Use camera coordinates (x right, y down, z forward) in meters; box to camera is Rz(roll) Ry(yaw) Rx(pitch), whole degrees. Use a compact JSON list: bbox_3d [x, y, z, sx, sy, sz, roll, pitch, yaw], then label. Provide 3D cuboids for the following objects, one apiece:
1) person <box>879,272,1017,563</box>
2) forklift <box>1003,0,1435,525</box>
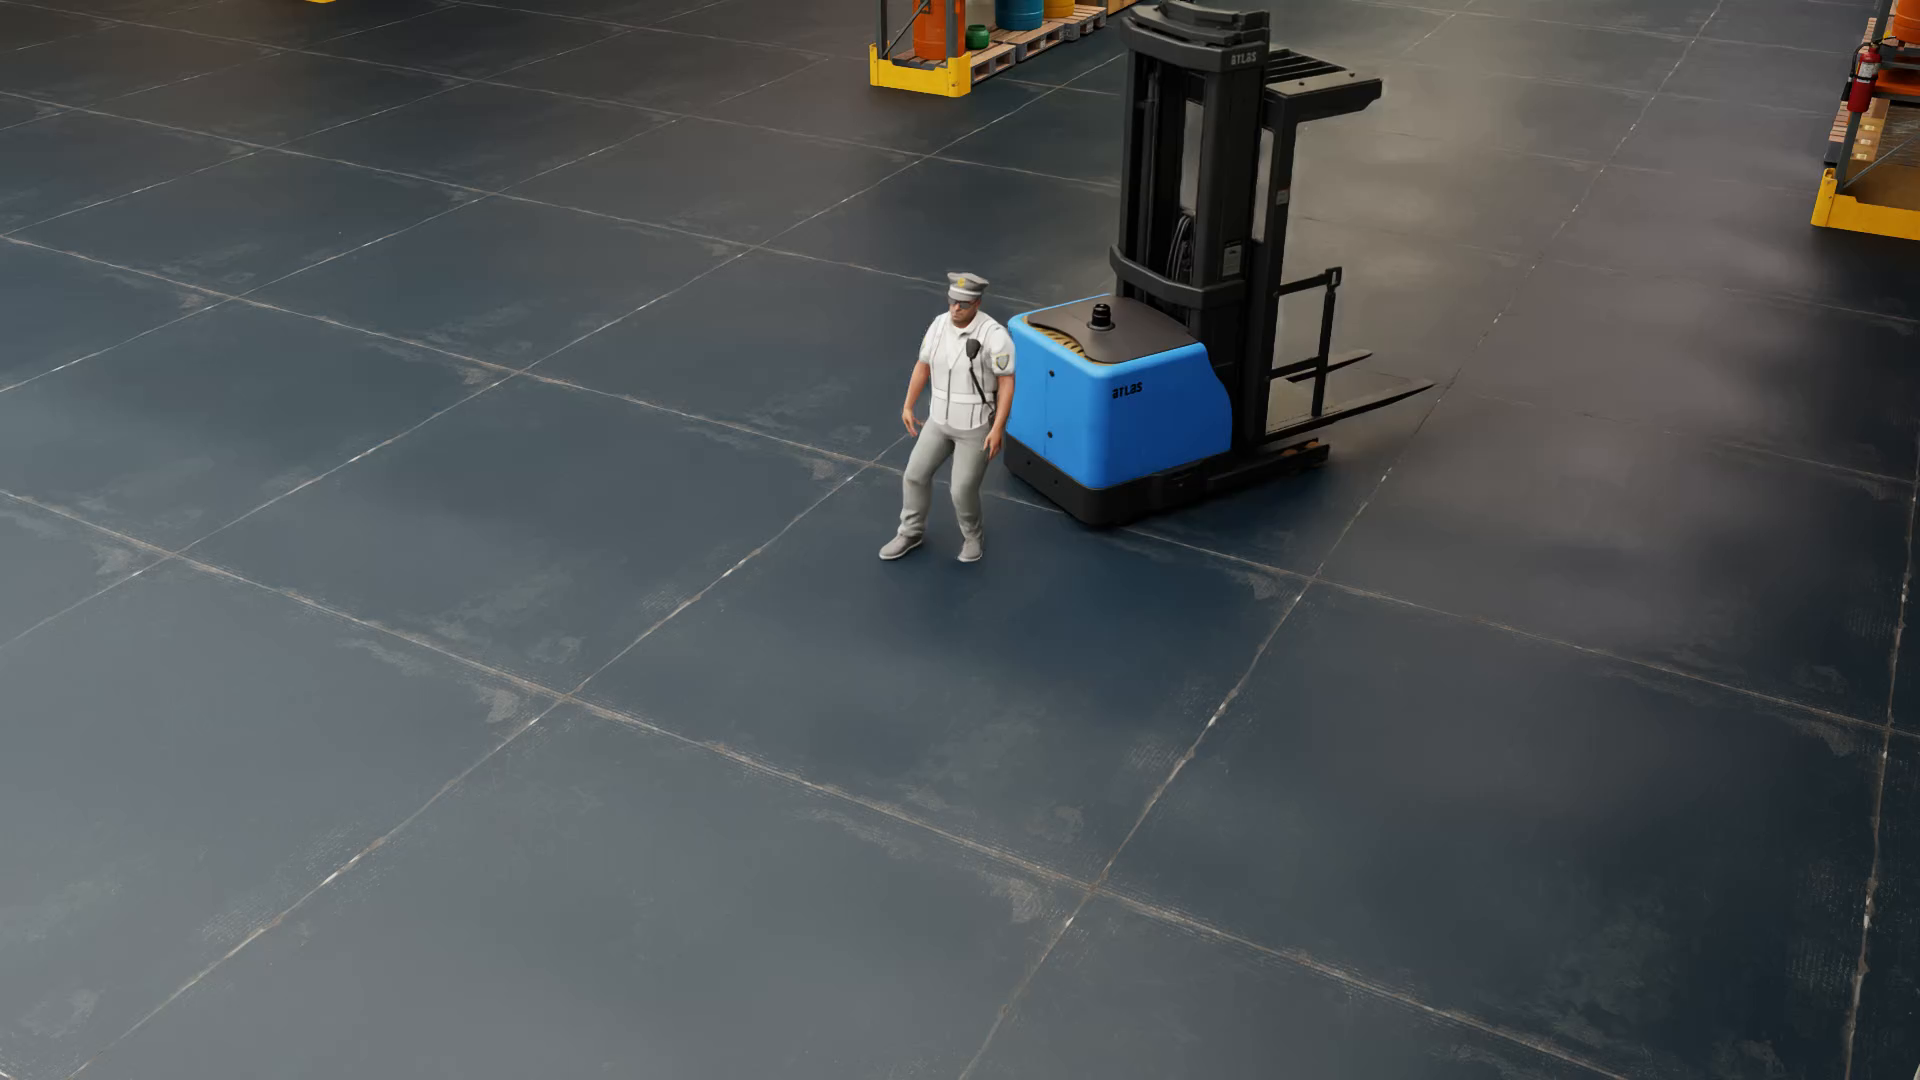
[{"bbox_3d":[-0.059,-0.660,9.433,0.698,1.752,0.602,19,35,29],"label":"person"},{"bbox_3d":[1.801,-1.899,10.360,3.031,2.935,1.130,-17,34,-27],"label":"forklift"}]
